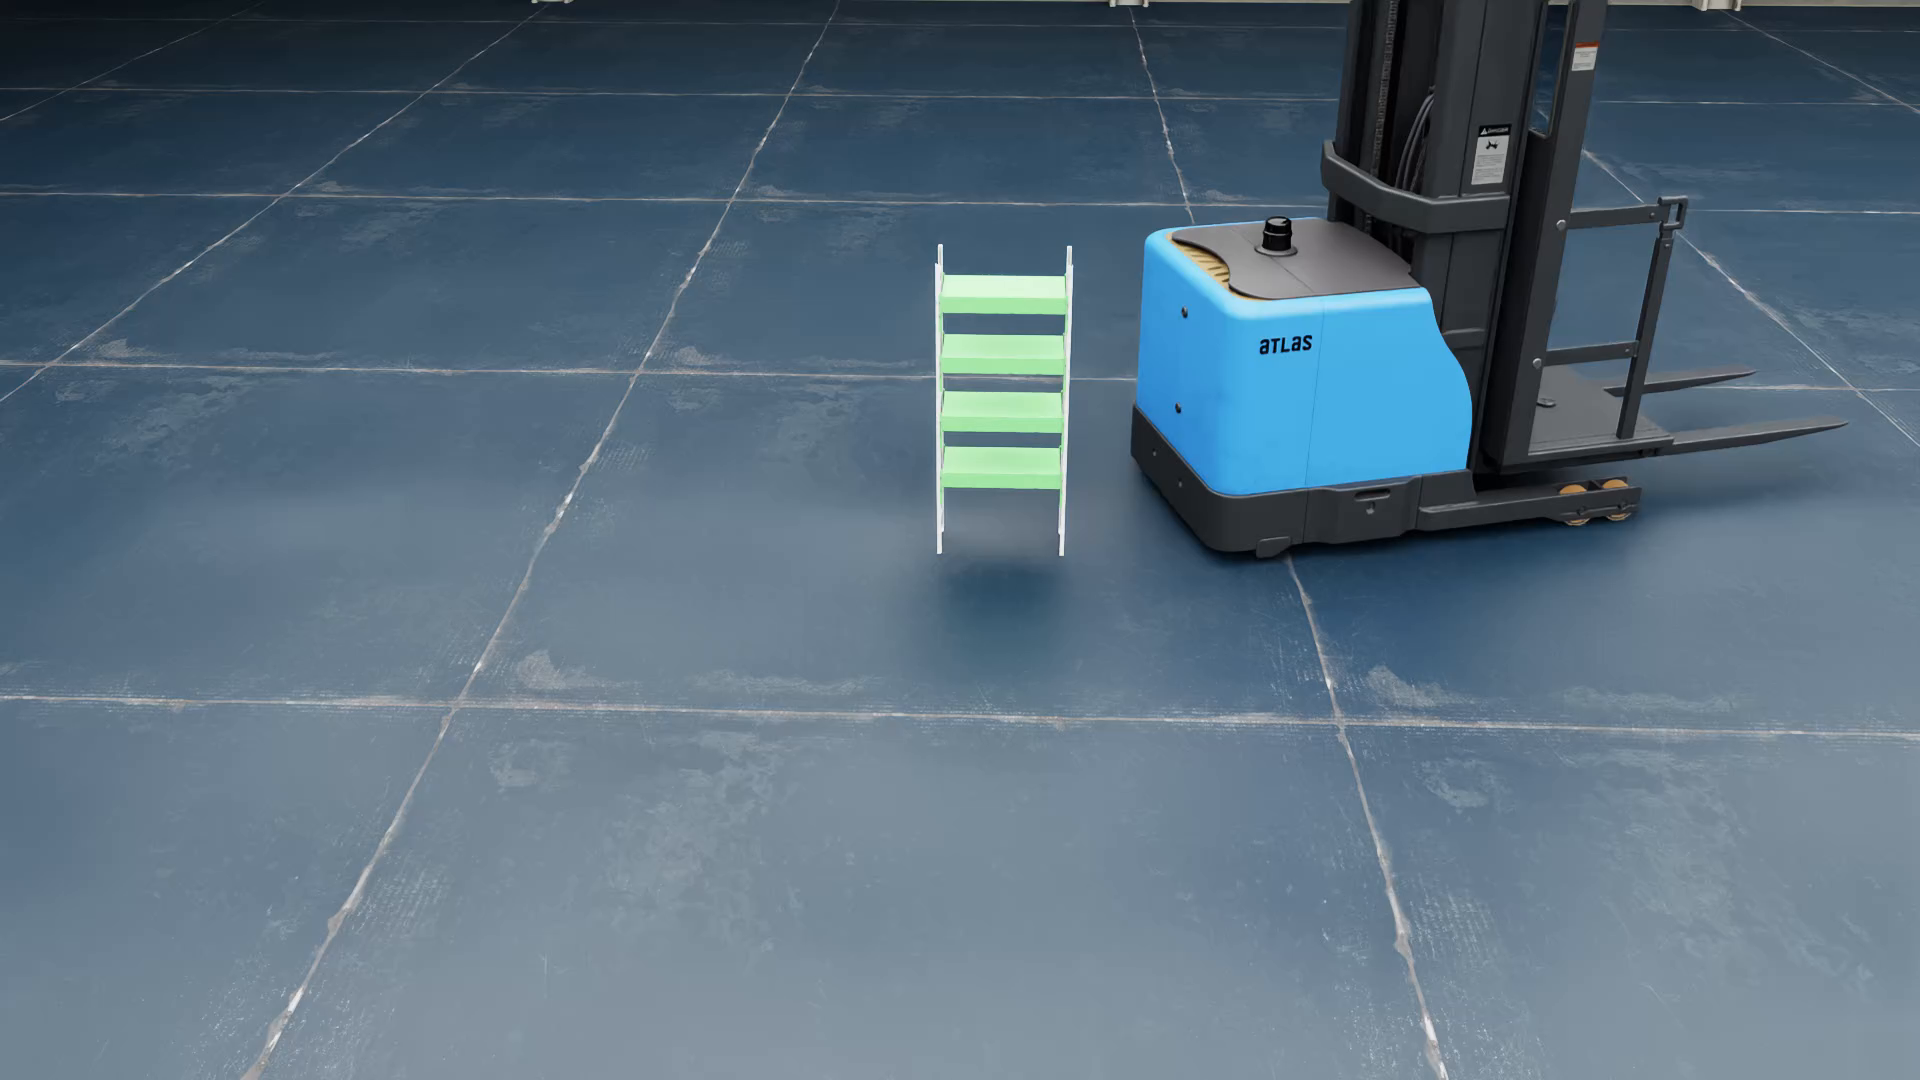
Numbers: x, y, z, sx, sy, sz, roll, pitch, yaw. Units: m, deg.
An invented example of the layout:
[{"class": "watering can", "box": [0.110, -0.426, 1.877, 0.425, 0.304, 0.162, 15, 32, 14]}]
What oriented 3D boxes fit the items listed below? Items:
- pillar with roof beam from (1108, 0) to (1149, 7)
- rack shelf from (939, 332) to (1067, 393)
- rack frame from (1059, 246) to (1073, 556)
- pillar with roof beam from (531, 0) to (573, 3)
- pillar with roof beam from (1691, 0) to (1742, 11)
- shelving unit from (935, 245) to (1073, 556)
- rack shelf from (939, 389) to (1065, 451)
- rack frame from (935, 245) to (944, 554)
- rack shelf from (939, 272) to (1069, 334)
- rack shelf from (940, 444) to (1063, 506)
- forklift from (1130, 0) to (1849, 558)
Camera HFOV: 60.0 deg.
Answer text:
[{"class": "pillar with roof beam", "box": [1.592, -7.516, 11.320, 0.400, 9.000, 9.100, 1, 28, 2]}, {"class": "rack shelf", "box": [0.165, -0.683, 6.381, 0.480, 0.148, 0.258, 1, 28, 2]}, {"class": "rack frame", "box": [0.409, -0.523, 6.456, 0.015, 1.200, 0.240, 1, 28, 2]}, {"class": "pillar with roof beam", "box": [-4.404, -7.615, 11.507, 0.400, 9.000, 9.100, 1, 28, 2]}, {"class": "pillar with roof beam", "box": [7.588, -7.416, 11.133, 0.400, 9.000, 9.100, 1, 28, 2]}, {"class": "shelving unit", "box": [0.165, -0.527, 6.464, 0.503, 1.200, 0.258, 1, 28, 2]}, {"class": "rack shelf", "box": [0.165, -0.471, 6.494, 0.480, 0.148, 0.258, 1, 28, 2]}, {"class": "rack frame", "box": [-0.078, -0.531, 6.471, 0.015, 1.200, 0.240, 1, 28, 2]}, {"class": "rack shelf", "box": [0.165, -0.895, 6.269, 0.480, 0.148, 0.258, 1, 28, 2]}, {"class": "rack shelf", "box": [0.165, -0.259, 6.606, 0.480, 0.148, 0.258, 1, 28, 2]}, {"class": "forklift", "box": [2.324, -1.586, 6.612, 3.031, 2.935, 1.130, -7, 29, -13]}]
